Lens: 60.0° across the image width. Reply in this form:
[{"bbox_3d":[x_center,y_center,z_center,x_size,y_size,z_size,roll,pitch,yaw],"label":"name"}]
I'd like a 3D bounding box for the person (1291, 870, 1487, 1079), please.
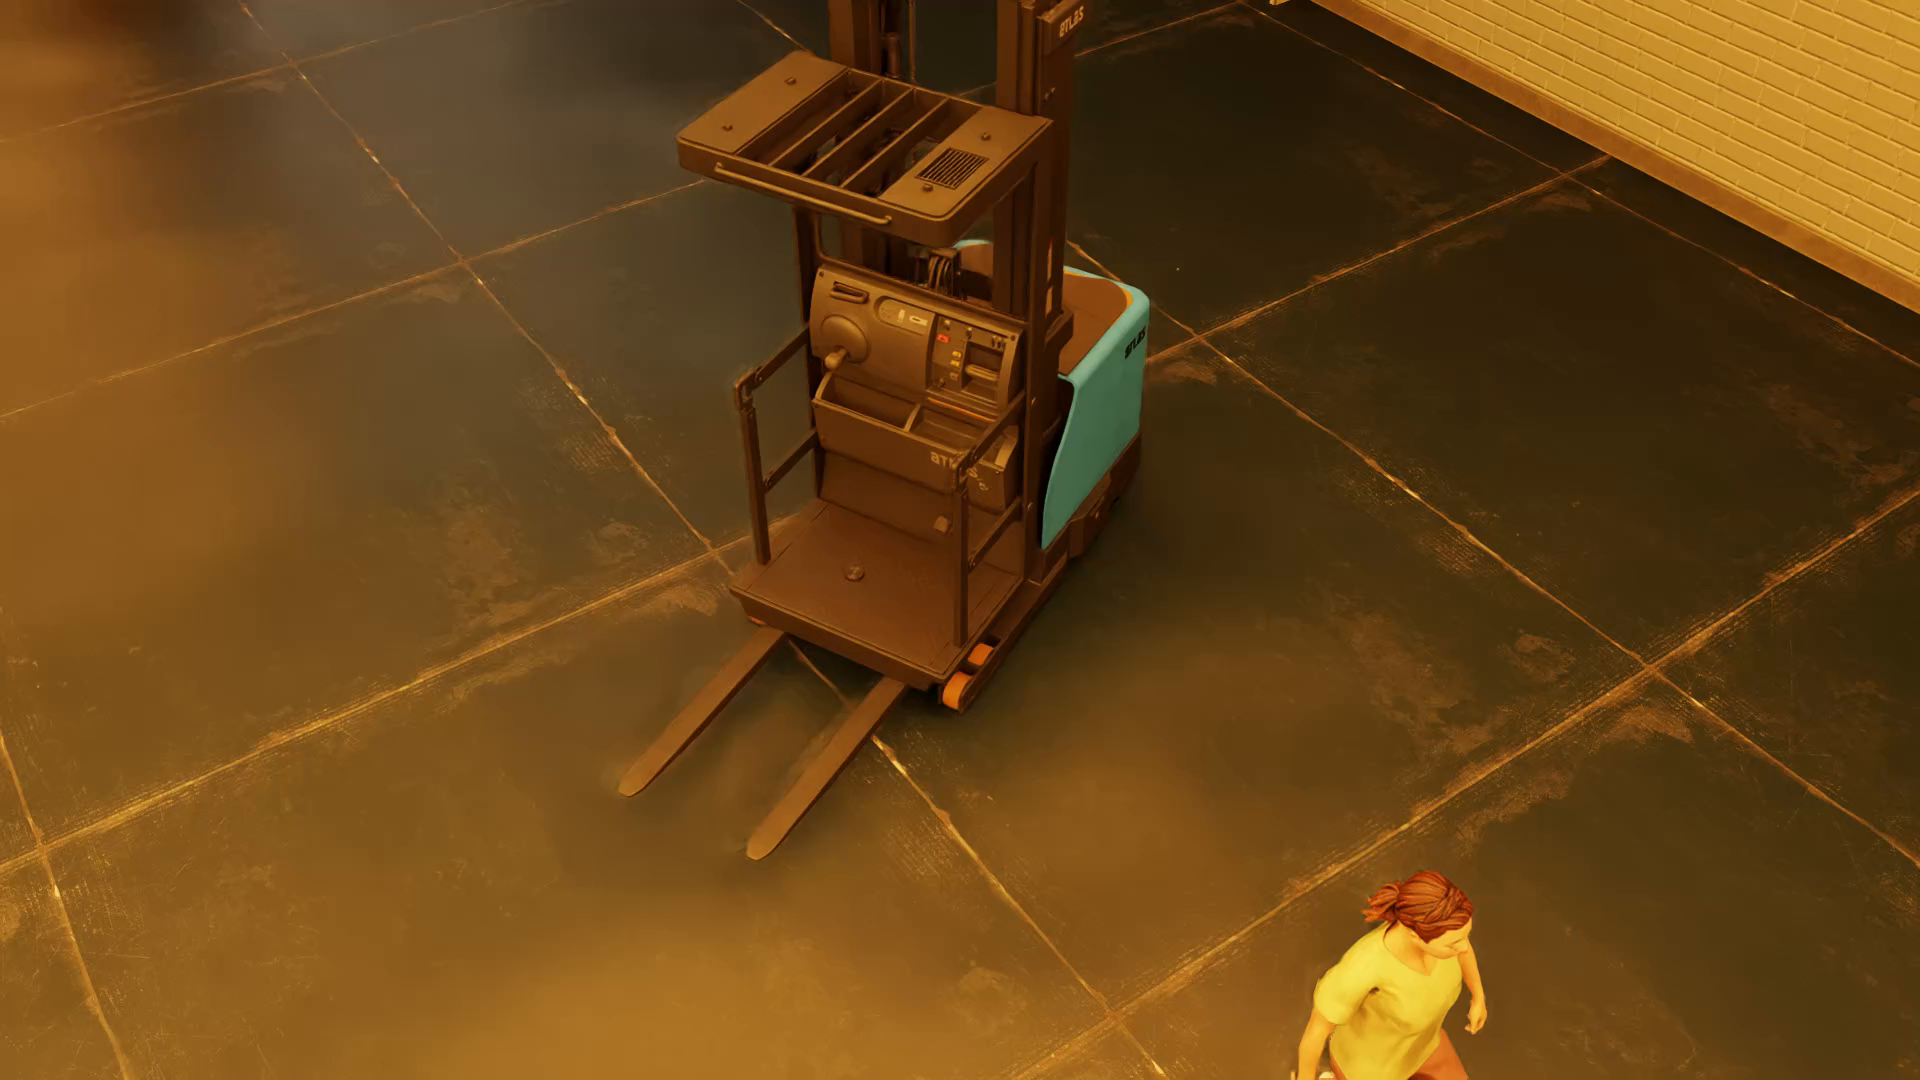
[{"bbox_3d":[1.301,1.527,5.002,0.635,1.655,0.478,-32,51,-30],"label":"person"}]

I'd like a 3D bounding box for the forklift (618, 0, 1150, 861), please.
[{"bbox_3d":[-0.294,-0.710,6.486,1.130,2.935,3.031,21,47,21],"label":"forklift"}]
